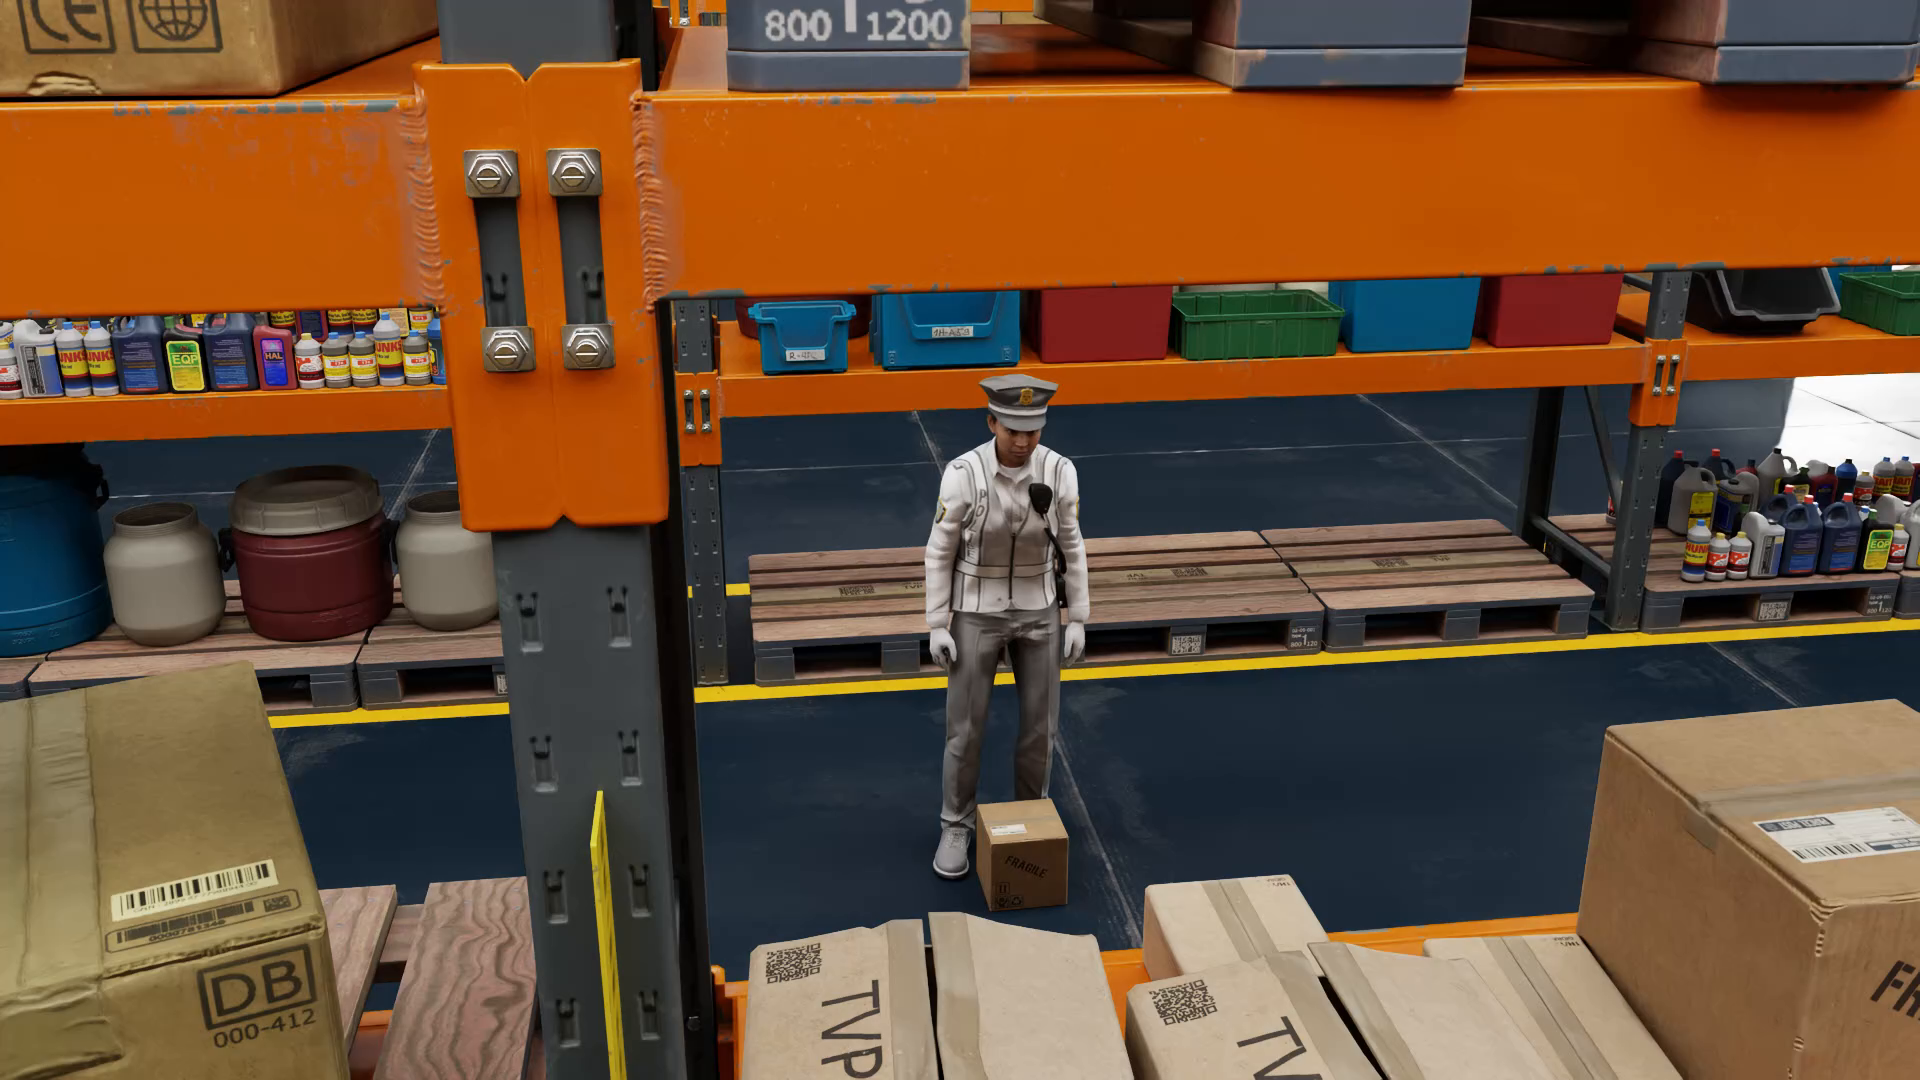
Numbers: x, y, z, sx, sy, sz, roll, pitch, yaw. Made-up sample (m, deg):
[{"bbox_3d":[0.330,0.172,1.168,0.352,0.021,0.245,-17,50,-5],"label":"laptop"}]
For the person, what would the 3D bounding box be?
[{"bbox_3d":[0.152,0.269,5.335,0.529,1.664,0.371,-3,20,-7],"label":"person"}]
